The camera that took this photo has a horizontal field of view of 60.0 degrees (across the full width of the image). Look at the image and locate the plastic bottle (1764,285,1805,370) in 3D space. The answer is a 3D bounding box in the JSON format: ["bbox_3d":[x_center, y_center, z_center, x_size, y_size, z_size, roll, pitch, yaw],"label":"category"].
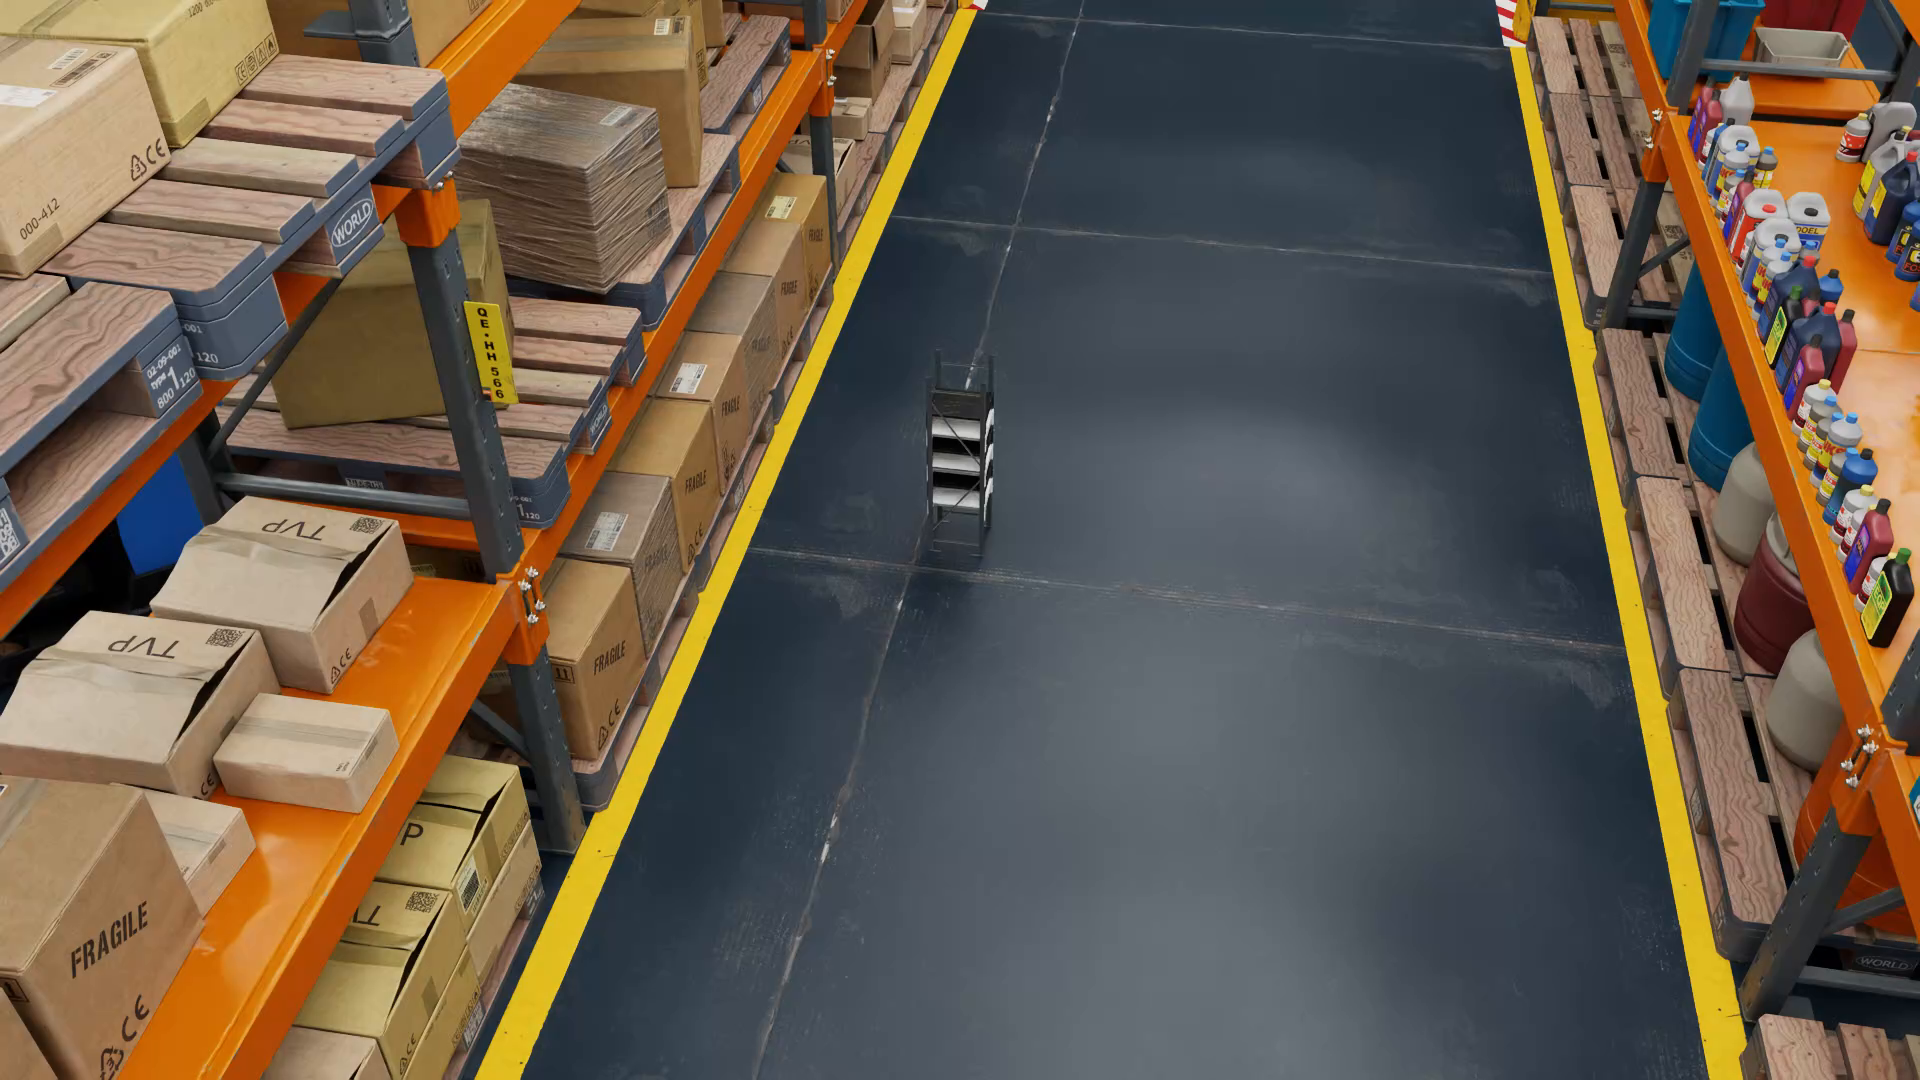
[{"bbox_3d":[2.935,-0.753,5.899,0.061,0.283,0.133,6,40,8],"label":"plastic bottle"}]

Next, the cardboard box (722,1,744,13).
[{"bbox_3d":[-1.320,-3.020,8.470,0.500,0.500,0.500,7,40,8],"label":"cardboard box"}]

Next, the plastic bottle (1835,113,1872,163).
[{"bbox_3d":[3.848,-1.733,7.148,0.097,0.201,0.097,0,40,0],"label":"plastic bottle"}]

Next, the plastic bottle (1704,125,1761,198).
[{"bbox_3d":[3.206,-1.565,6.886,0.152,0.276,0.135,6,40,8],"label":"plastic bottle"}]

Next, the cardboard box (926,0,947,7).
[{"bbox_3d":[-0.313,-3.987,11.335,0.500,0.500,0.500,6,40,8],"label":"cardboard box"}]

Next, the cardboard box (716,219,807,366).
[{"bbox_3d":[-1.051,-1.195,7.958,0.500,0.500,0.500,7,40,8],"label":"cardboard box"}]

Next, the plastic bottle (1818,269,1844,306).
[{"bbox_3d":[3.130,-0.858,6.035,0.097,0.271,0.097,0,40,0],"label":"plastic bottle"}]

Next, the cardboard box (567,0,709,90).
[{"bbox_3d":[-1.513,-2.129,7.062,0.700,0.500,0.500,12,41,15],"label":"cardboard box"}]

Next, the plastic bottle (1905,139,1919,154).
[{"bbox_3d":[3.911,-1.531,6.845,0.152,0.276,0.135,6,40,8],"label":"plastic bottle"}]

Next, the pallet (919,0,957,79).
[{"bbox_3d":[-0.612,-3.527,11.350,1.003,0.211,1.213,6,40,8],"label":"pallet"}]

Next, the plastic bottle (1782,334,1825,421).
[{"bbox_3d":[2.880,-0.554,5.657,0.061,0.283,0.133,6,40,8],"label":"plastic bottle"}]

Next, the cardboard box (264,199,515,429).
[{"bbox_3d":[-1.848,-0.737,5.379,0.700,0.500,0.500,-6,40,-7],"label":"cardboard box"}]

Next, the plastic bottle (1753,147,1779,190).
[{"bbox_3d":[3.332,-1.534,6.907,0.097,0.201,0.097,0,40,0],"label":"plastic bottle"}]

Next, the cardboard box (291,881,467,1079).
[{"bbox_3d":[-1.778,1.235,4.790,0.500,0.311,0.500,6,40,7],"label":"cardboard box"}]

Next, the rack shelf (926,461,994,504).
[{"bbox_3d":[0.001,-0.257,7.048,0.258,0.077,0.200,6,40,8],"label":"rack shelf"}]

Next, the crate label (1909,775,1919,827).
[{"bbox_3d":[2.590,0.707,4.172,0.303,0.233,0.416,6,40,8],"label":"crate label"}]

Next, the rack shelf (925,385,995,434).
[{"bbox_3d":[0.001,-0.534,6.819,0.258,0.077,0.200,6,40,8],"label":"rack shelf"}]

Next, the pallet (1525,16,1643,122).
[{"bbox_3d":[4.235,-3.013,10.729,1.003,0.211,1.213,6,40,8],"label":"pallet"}]

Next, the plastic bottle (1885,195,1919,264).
[{"bbox_3d":[3.698,-1.215,6.466,0.097,0.271,0.097,0,40,0],"label":"plastic bottle"}]

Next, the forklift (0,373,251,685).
[{"bbox_3d":[-3.917,-0.882,6.016,3.031,2.935,1.130,-21,44,-23],"label":"forklift"}]

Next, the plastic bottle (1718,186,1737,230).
[{"bbox_3d":[3.125,-1.344,6.678,0.097,0.201,0.097,0,40,0],"label":"plastic bottle"}]

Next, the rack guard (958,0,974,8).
[{"bbox_3d":[-0.475,-4.139,11.863,1.175,0.500,0.348,6,40,8],"label":"rack guard"}]

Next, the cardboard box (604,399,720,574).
[{"bbox_3d":[-1.309,-0.233,6.794,0.500,0.500,0.500,6,40,7],"label":"cardboard box"}]

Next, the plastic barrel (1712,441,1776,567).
[{"bbox_3d":[3.305,-0.165,6.719,0.421,0.512,0.421,0,40,0],"label":"plastic barrel"}]

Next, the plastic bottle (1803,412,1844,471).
[{"bbox_3d":[2.844,-0.326,5.446,0.097,0.201,0.097,0,40,0],"label":"plastic bottle"}]

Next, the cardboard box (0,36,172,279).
[{"bbox_3d":[-1.942,-0.767,3.258,0.500,0.250,0.500,7,40,9],"label":"cardboard box"}]

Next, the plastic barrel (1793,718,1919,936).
[{"bbox_3d":[3.100,0.785,5.320,0.600,0.830,0.708,6,40,8],"label":"plastic barrel"}]

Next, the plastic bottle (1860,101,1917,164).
[{"bbox_3d":[3.974,-1.760,7.122,0.152,0.276,0.135,6,40,8],"label":"plastic bottle"}]

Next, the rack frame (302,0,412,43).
[{"bbox_3d":[-1.846,-2.441,3.140,1.000,3.000,0.127,6,40,8],"label":"rack frame"}]

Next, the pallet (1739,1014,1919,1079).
[{"bbox_3d":[2.860,1.976,4.694,1.003,0.211,1.213,6,40,8],"label":"pallet"}]

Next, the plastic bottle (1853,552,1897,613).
[{"bbox_3d":[2.720,0.125,4.901,0.097,0.201,0.097,0,40,0],"label":"plastic bottle"}]

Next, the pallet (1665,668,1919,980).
[{"bbox_3d":[3.127,0.995,5.881,1.003,0.211,1.213,6,40,8],"label":"pallet"}]

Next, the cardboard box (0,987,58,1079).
[{"bbox_3d":[-2.211,1.218,3.345,0.500,0.500,0.500,6,40,8],"label":"cardboard box"}]

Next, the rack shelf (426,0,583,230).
[{"bbox_3d":[-1.500,-2.263,5.844,1.077,0.370,4.000,6,40,8],"label":"rack shelf"}]

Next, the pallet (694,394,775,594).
[{"bbox_3d":[-1.466,-0.282,7.426,1.003,0.211,1.213,6,40,8],"label":"pallet"}]

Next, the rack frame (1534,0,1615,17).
[{"bbox_3d":[4.416,-4.601,10.461,1.000,3.000,0.127,6,40,8],"label":"rack frame"}]

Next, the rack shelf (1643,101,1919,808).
[{"bbox_3d":[3.378,-0.558,6.136,1.077,0.370,4.000,6,40,8],"label":"rack shelf"}]

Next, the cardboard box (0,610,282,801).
[{"bbox_3d":[-2.192,0.445,4.427,0.500,0.311,0.500,6,40,7],"label":"cardboard box"}]

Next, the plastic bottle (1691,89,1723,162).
[{"bbox_3d":[3.217,-1.779,7.139,0.061,0.283,0.133,6,40,8],"label":"plastic bottle"}]

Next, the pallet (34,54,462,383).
[{"bbox_3d":[-1.875,-0.777,3.629,1.213,0.211,1.003,8,40,10],"label":"pallet"}]

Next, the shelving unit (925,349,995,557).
[{"bbox_3d":[0.001,-0.352,6.969,0.258,0.900,0.210,6,40,8],"label":"shelving unit"}]

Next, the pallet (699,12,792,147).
[{"bbox_3d":[-1.400,-2.076,7.557,1.003,0.211,1.213,6,40,8],"label":"pallet"}]

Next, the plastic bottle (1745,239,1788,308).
[{"bbox_3d":[3.021,-0.996,6.202,0.097,0.271,0.097,0,40,0],"label":"plastic bottle"}]

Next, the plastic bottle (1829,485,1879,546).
[{"bbox_3d":[2.777,-0.081,5.150,0.097,0.201,0.097,0,40,0],"label":"plastic bottle"}]

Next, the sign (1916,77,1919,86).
[{"bbox_3d":[4.266,-2.136,7.262,0.100,0.325,0.005,6,40,8],"label":"sign"}]

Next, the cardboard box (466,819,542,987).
[{"bbox_3d":[-1.697,1.126,5.362,0.500,0.250,0.500,7,40,9],"label":"cardboard box"}]

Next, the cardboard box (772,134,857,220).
[{"bbox_3d":[-0.868,-2.012,9.095,0.500,0.311,0.500,6,40,8],"label":"cardboard box"}]
